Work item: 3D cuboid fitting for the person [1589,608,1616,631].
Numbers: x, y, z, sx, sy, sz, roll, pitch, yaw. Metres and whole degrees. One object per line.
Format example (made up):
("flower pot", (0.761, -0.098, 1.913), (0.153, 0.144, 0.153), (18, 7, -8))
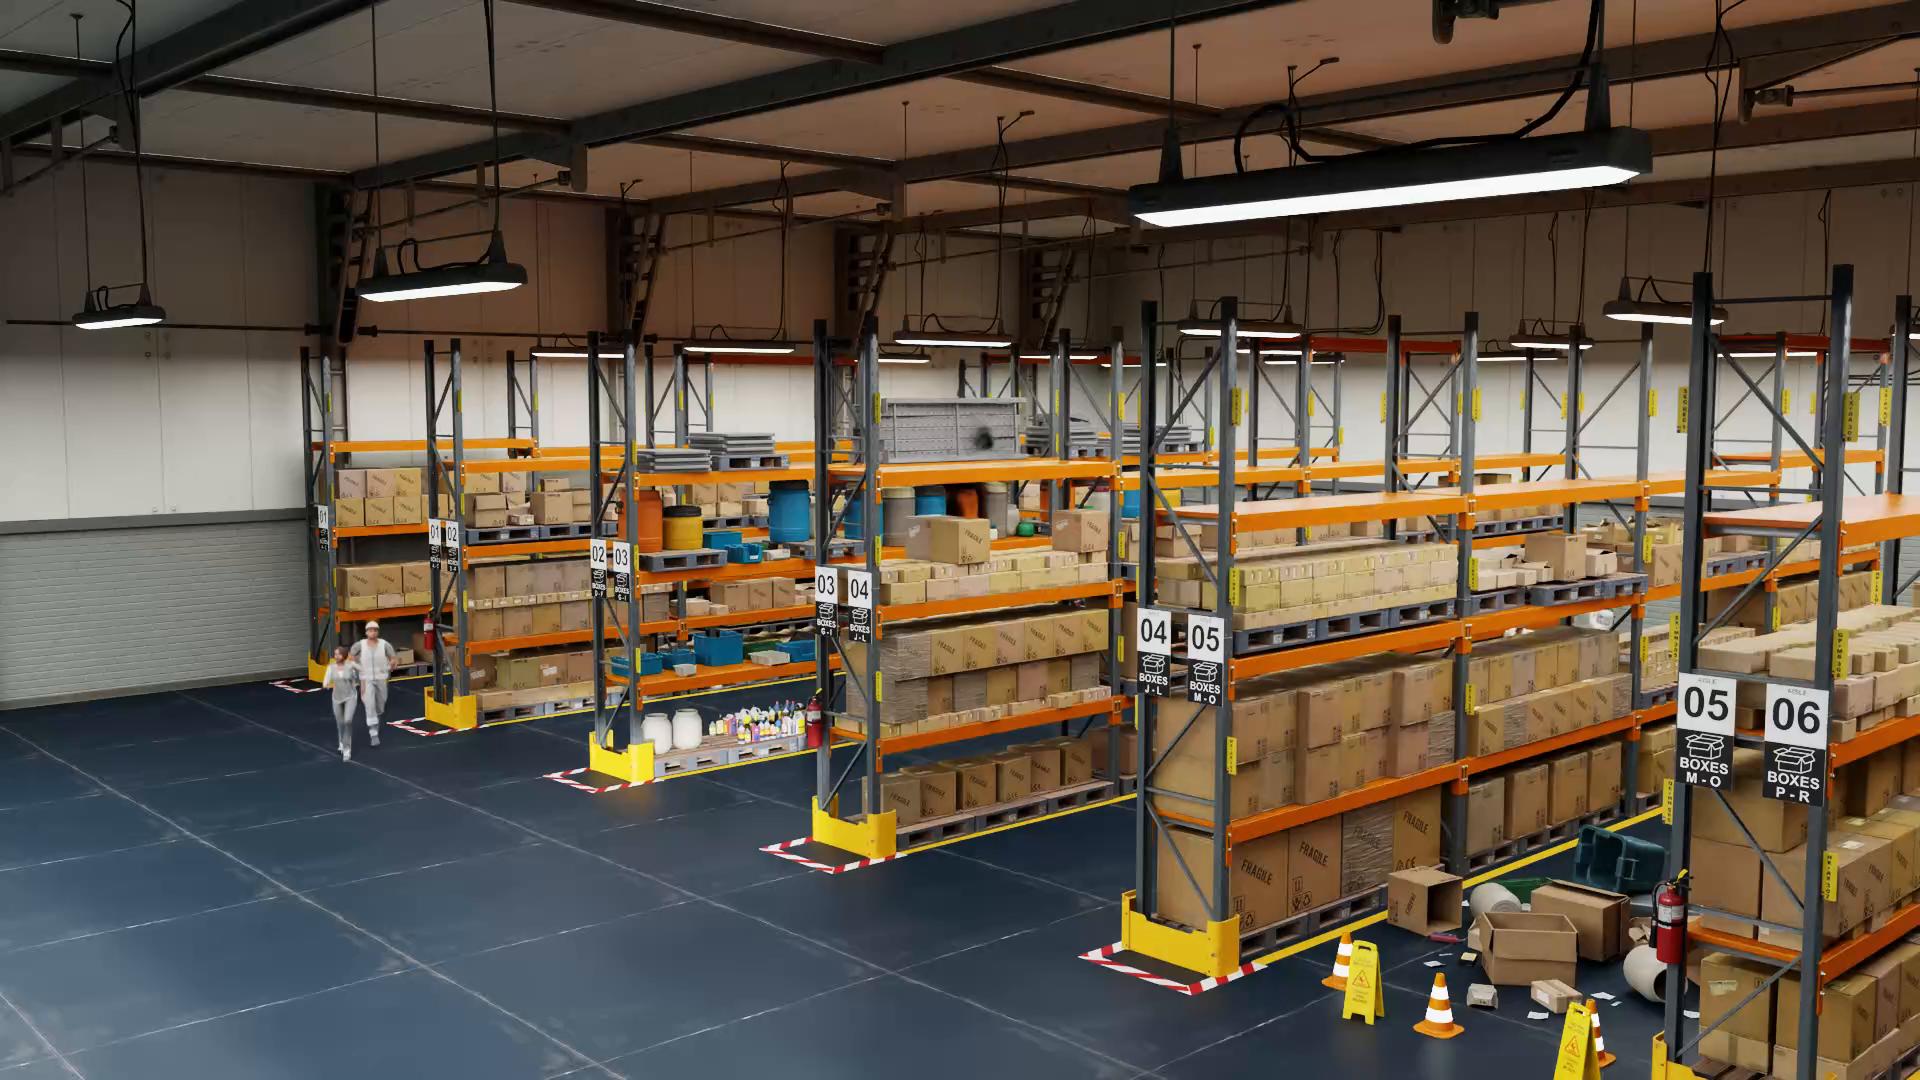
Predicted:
("person", (11.523, 1.715, 29.800), (0.625, 1.702, 0.658), (-2, 5, -24))

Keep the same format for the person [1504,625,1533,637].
("person", (8.699, 2.016, 25.943), (0.712, 1.735, 0.637), (5, 7, 42))

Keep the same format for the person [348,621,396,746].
("person", (-8.727, 2.096, 24.742), (0.656, 1.790, 0.980), (-2, 5, -23))

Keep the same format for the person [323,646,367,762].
("person", (-8.710, 2.298, 23.564), (0.547, 1.623, 0.834), (-1, 5, -8))
